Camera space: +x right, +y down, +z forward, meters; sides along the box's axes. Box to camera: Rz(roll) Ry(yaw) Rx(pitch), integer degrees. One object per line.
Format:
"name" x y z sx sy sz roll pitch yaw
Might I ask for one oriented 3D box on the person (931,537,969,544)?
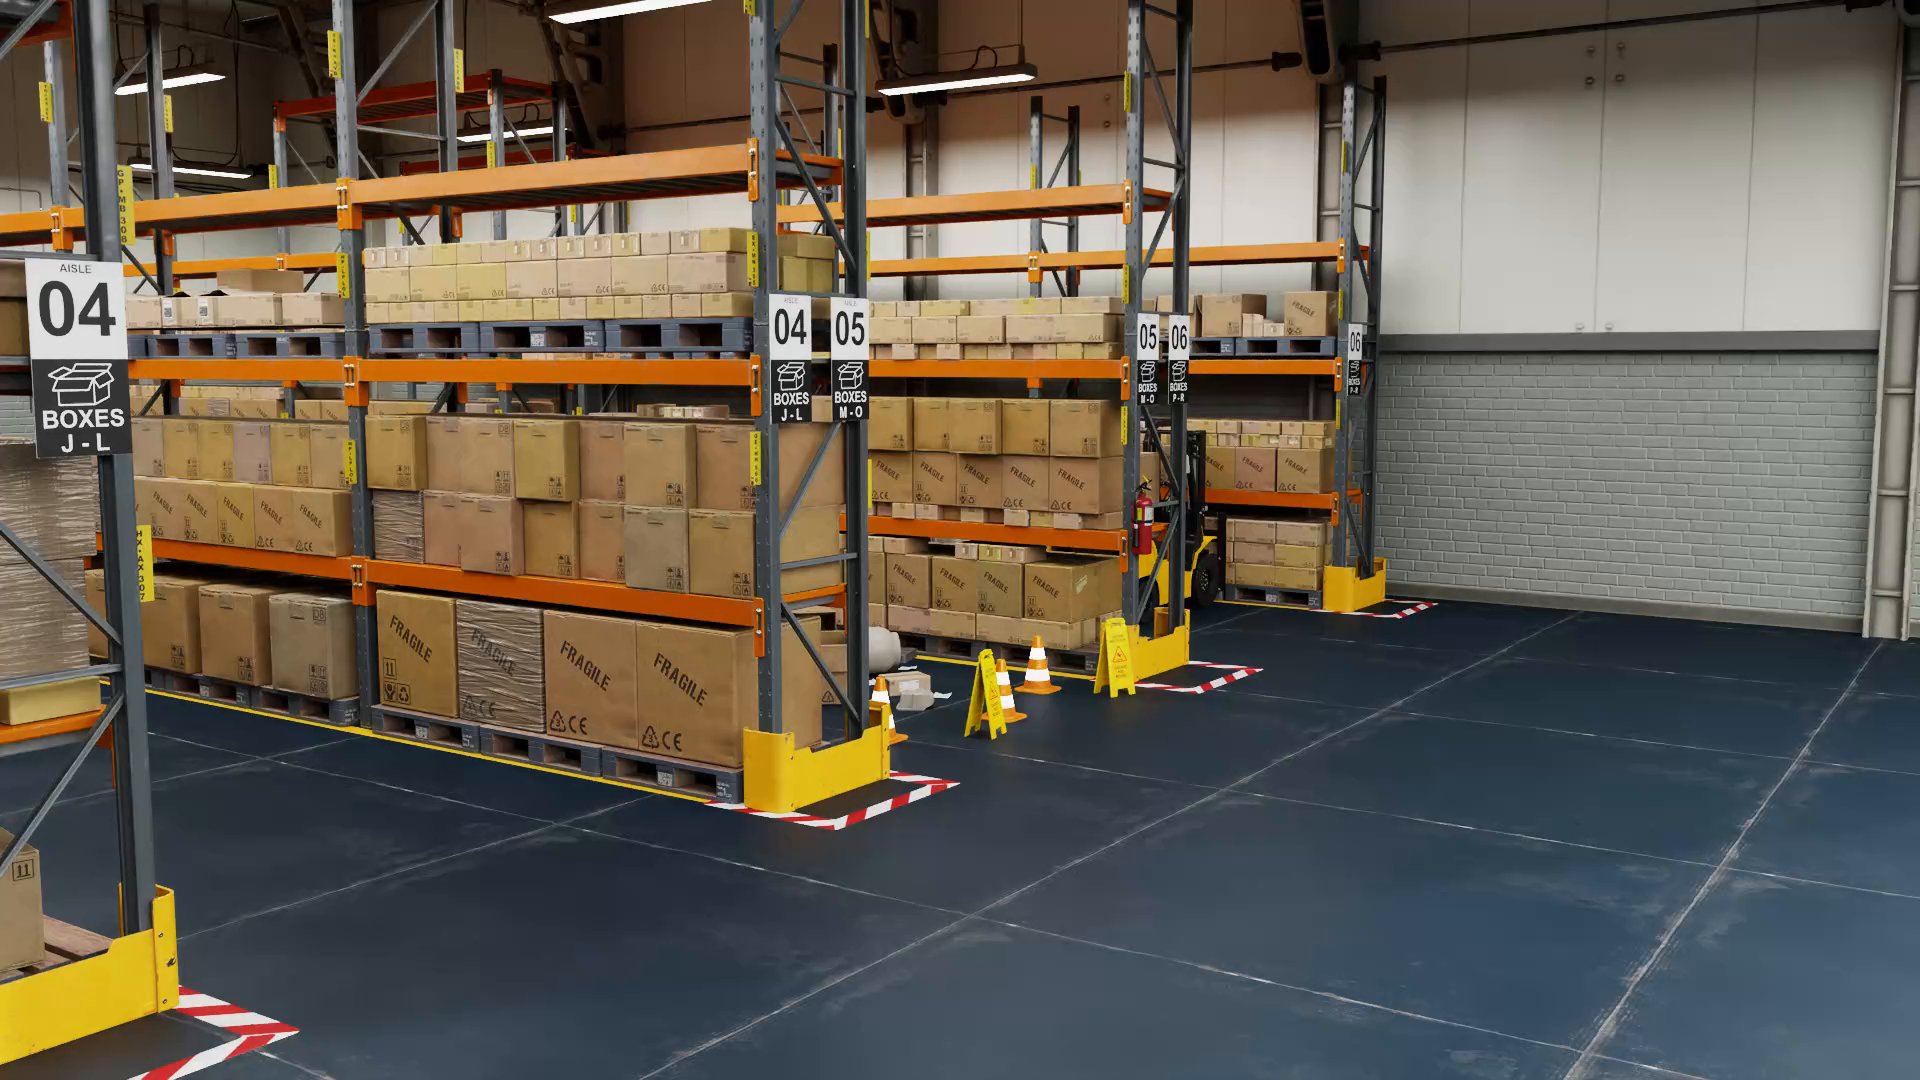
"person" -0.025 -0.086 18.475 0.698 1.777 0.579 4 7 34
